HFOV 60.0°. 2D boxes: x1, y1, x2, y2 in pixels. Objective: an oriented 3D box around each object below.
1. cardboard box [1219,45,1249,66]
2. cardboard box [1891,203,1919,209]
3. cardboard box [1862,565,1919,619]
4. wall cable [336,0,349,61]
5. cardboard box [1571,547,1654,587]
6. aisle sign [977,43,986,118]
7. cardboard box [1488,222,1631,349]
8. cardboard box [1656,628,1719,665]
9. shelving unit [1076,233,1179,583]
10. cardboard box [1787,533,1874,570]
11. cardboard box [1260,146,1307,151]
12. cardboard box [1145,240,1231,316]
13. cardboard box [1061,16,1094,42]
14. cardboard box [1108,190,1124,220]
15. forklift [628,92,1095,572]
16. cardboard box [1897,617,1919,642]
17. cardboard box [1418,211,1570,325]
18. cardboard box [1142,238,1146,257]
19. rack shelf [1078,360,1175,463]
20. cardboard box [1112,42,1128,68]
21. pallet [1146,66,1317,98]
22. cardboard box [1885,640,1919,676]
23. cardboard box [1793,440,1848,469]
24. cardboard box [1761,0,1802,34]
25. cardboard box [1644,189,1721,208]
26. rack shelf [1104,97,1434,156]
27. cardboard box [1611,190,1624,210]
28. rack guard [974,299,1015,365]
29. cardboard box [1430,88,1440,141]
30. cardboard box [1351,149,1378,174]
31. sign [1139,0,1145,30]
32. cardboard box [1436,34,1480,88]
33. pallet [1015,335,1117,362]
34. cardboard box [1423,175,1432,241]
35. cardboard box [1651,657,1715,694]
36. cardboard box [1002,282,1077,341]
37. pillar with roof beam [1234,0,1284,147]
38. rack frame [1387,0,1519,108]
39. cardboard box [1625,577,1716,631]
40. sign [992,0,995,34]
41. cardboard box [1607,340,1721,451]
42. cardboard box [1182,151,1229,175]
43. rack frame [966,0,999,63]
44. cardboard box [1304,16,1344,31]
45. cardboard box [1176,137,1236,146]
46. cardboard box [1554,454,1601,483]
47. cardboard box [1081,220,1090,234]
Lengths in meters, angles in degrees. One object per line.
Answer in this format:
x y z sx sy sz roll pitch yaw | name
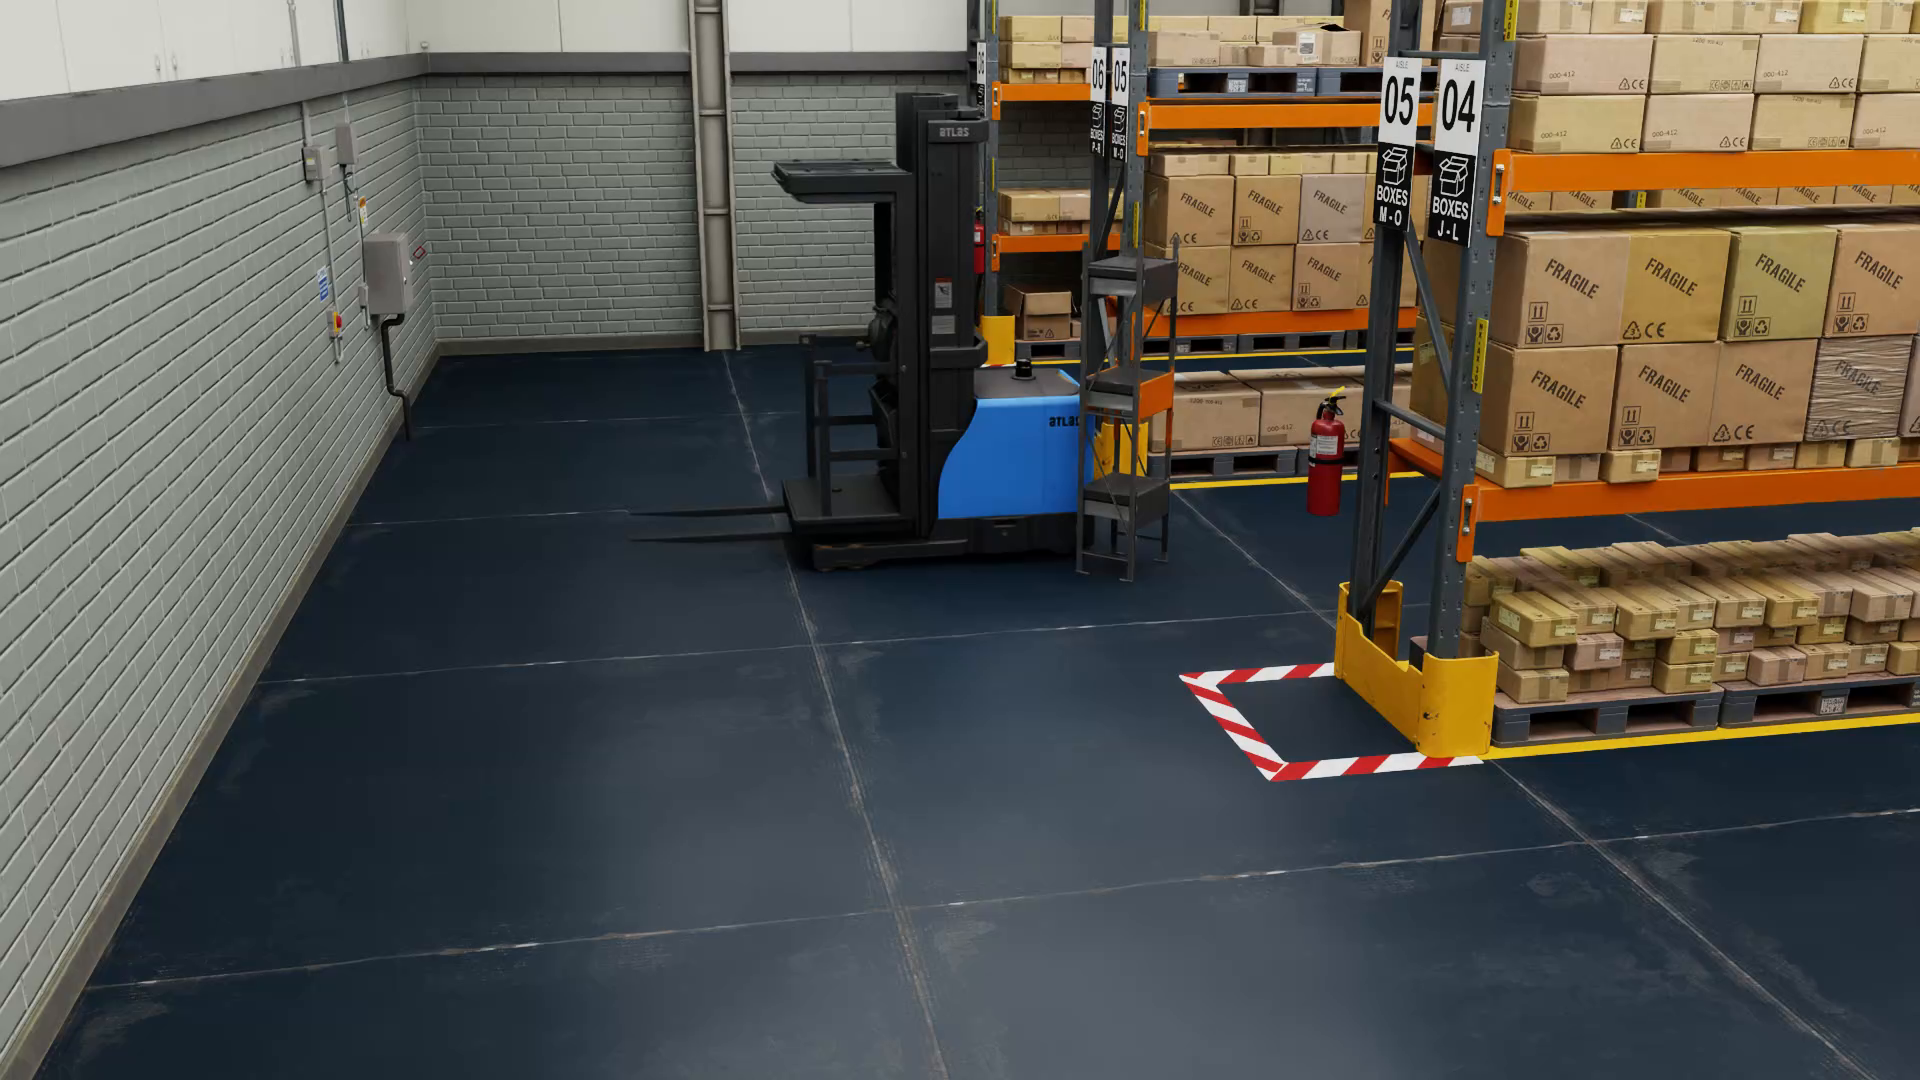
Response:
1.990 -3.644 12.502 0.250 0.149 0.380 -5 18 -15 | cardboard box
5.140 -1.466 8.596 0.500 0.500 0.500 -4 17 -12 | cardboard box
4.831 0.262 8.478 0.250 0.149 0.380 -4 18 -13 | cardboard box
-4.994 -5.494 13.810 0.133 3.039 2.988 -3 17 -10 | wall cable
3.433 0.167 8.786 0.250 0.149 0.380 -4 18 -13 | cardboard box
0.213 -4.570 16.653 0.004 0.787 0.394 -3 17 -10 | aisle sign
2.699 -1.180 7.664 0.500 0.500 0.500 -3 17 -11 | cardboard box
3.546 0.480 8.273 0.250 0.149 0.380 -3 17 -9 | cardboard box
1.045 -0.826 10.426 0.431 2.100 0.503 11 20 31 | shelving unit
4.719 0.089 9.039 0.250 0.149 0.380 -3 17 -9 | cardboard box
2.491 -2.954 12.843 0.250 0.149 0.380 -3 17 -11 | cardboard box
1.695 -1.976 12.467 0.500 0.500 0.500 -3 17 -11 | cardboard box
1.210 -5.134 16.706 0.500 0.250 0.500 -3 17 -11 | cardboard box
1.712 -3.491 17.317 0.500 0.250 0.500 -4 17 -11 | cardboard box
-0.677 -1.365 10.764 3.031 2.935 1.130 -3 17 -10 | forklift
4.851 0.387 8.576 0.250 0.149 0.380 -3 17 -9 | cardboard box
2.610 -1.328 8.148 0.500 0.500 0.500 -4 17 -12 | cardboard box
1.593 -2.136 12.986 0.500 0.500 0.500 -3 17 -10 | cardboard box
1.045 -0.813 10.430 0.431 0.518 0.480 11 20 31 | rack shelf
1.711 -4.925 16.877 0.500 0.250 0.500 -4 17 -12 | cardboard box
1.896 -3.420 12.381 1.213 0.211 1.003 -3 17 -10 | pallet
4.798 0.554 8.540 0.250 0.149 0.380 -3 17 -11 | cardboard box
4.110 -0.468 8.156 0.250 0.149 0.380 -3 17 -8 | cardboard box
3.574 -2.369 7.531 0.250 0.149 0.380 -3 17 -9 | cardboard box
5.583 -2.675 13.038 0.500 0.500 0.500 -3 17 -10 | cardboard box
3.133 -3.186 12.692 4.000 0.370 1.077 -3 17 -10 | rack shelf
5.488 -2.830 13.545 0.500 0.500 0.500 -3 17 -9 | cardboard box
0.298 -2.225 17.703 0.348 0.500 1.175 -3 17 -10 | rack guard
2.604 -2.027 7.949 0.500 0.250 0.500 -4 17 -12 | cardboard box
3.101 -2.835 12.454 0.250 0.149 0.380 -4 17 -12 | cardboard box
1.269 -3.714 11.562 0.005 0.325 0.100 -3 17 -10 | sign
2.611 -2.263 7.867 0.500 0.250 0.500 -4 17 -12 | cardboard box
1.081 -2.131 17.891 1.213 0.211 1.003 -3 17 -10 | pallet
3.688 -2.570 12.698 0.500 0.500 0.500 -3 17 -10 | cardboard box
3.538 0.625 8.308 0.250 0.149 0.380 -3 17 -10 | cardboard box
0.842 -2.429 17.649 0.637 0.503 0.797 -4 18 -13 | cardboard box
4.113 -5.486 13.846 0.400 9.000 9.100 -3 17 -10 | pillar with roof beam
2.207 -3.431 7.156 0.127 3.000 1.000 -3 17 -10 | rack frame
3.534 0.318 8.294 0.250 0.149 0.380 -4 18 -13 | cardboard box
0.327 -5.111 16.245 0.005 0.325 0.100 -3 17 -10 | sign
3.221 -0.736 7.922 0.500 0.500 0.500 -3 17 -10 | cardboard box
1.814 -2.796 12.327 0.250 0.149 0.380 -3 17 -9 | cardboard box
0.224 -6.283 16.442 0.127 3.000 1.000 -3 17 -10 | rack frame
3.701 -5.284 17.195 0.500 0.250 0.500 -3 17 -10 | cardboard box
2.639 -4.061 17.896 0.500 0.500 0.500 -4 17 -12 | cardboard box
2.830 -0.393 7.910 0.250 0.149 0.380 -3 17 -8 | cardboard box
1.351 -3.283 17.320 0.250 0.149 0.380 -3 17 -9 | cardboard box
